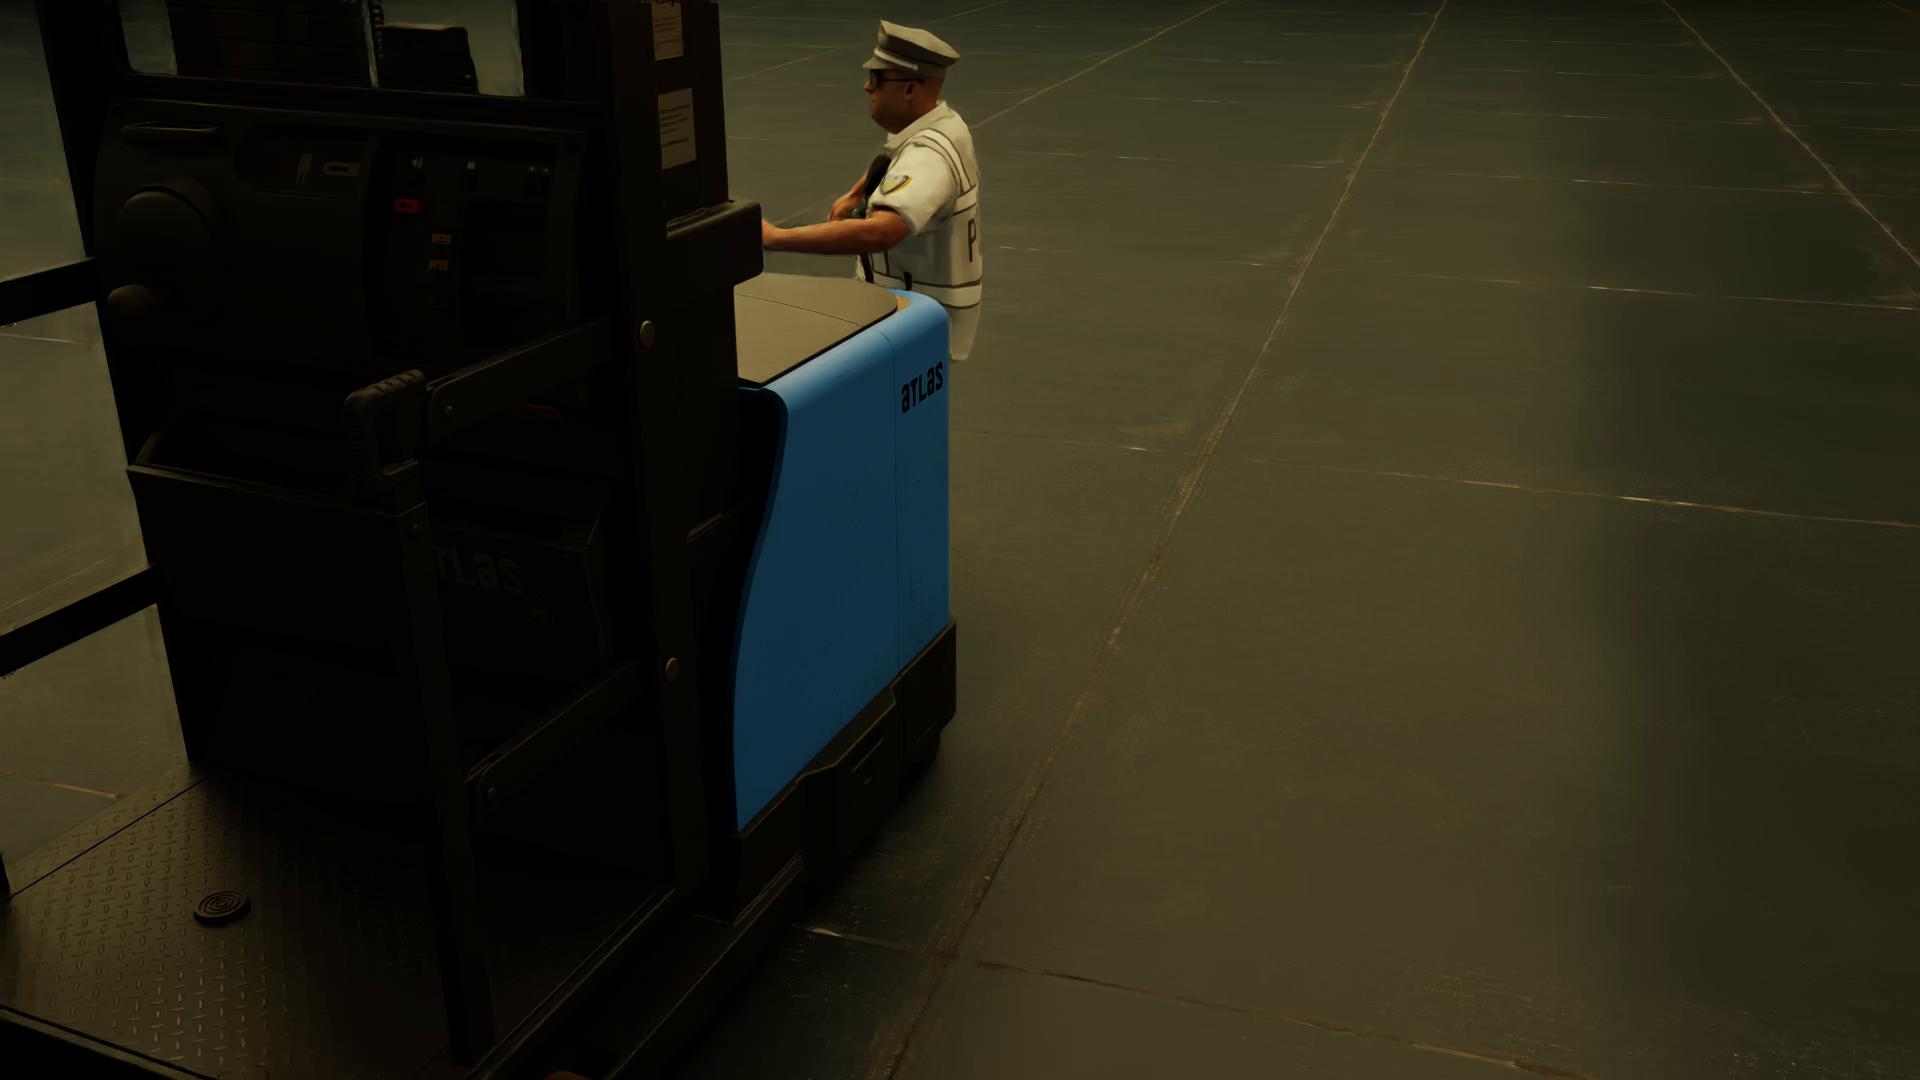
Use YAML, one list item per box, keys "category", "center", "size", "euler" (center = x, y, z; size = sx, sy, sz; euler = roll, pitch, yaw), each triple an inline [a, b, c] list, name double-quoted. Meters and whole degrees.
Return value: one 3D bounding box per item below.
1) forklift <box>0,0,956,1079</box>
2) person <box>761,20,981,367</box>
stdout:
- category: "forklift"
  center: [-1.050, -0.452, 2.375]
  size: [1.130, 2.935, 3.031]
  euler: [9, 24, 21]
- category: "person"
  center: [-0.373, -0.730, 4.877]
  size: [0.871, 1.537, 0.980]
  euler: [-3, 23, -7]
